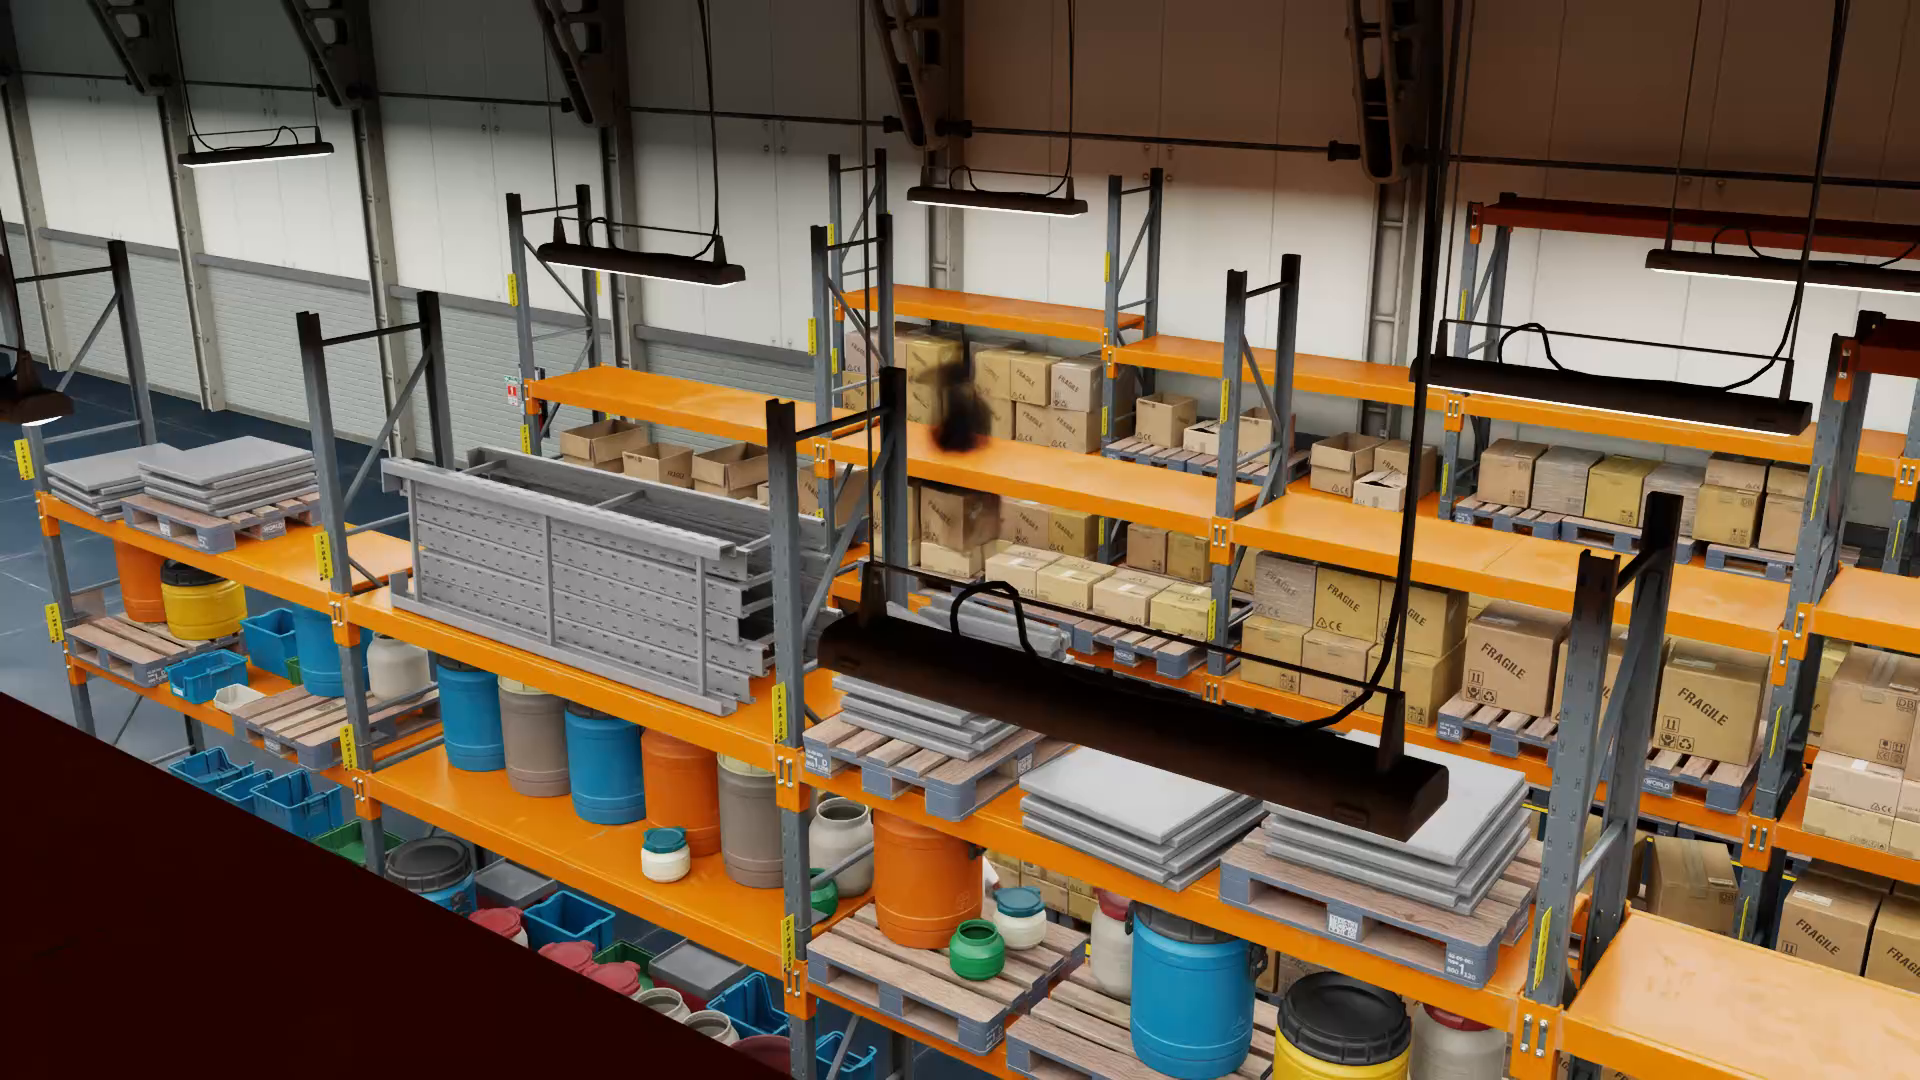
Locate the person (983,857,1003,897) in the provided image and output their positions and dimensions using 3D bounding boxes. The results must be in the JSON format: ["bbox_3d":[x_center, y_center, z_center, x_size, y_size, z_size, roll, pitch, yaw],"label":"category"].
[{"bbox_3d":[0.026,3.082,13.170,0.735,1.706,0.694,17,25,42],"label":"person"}]
